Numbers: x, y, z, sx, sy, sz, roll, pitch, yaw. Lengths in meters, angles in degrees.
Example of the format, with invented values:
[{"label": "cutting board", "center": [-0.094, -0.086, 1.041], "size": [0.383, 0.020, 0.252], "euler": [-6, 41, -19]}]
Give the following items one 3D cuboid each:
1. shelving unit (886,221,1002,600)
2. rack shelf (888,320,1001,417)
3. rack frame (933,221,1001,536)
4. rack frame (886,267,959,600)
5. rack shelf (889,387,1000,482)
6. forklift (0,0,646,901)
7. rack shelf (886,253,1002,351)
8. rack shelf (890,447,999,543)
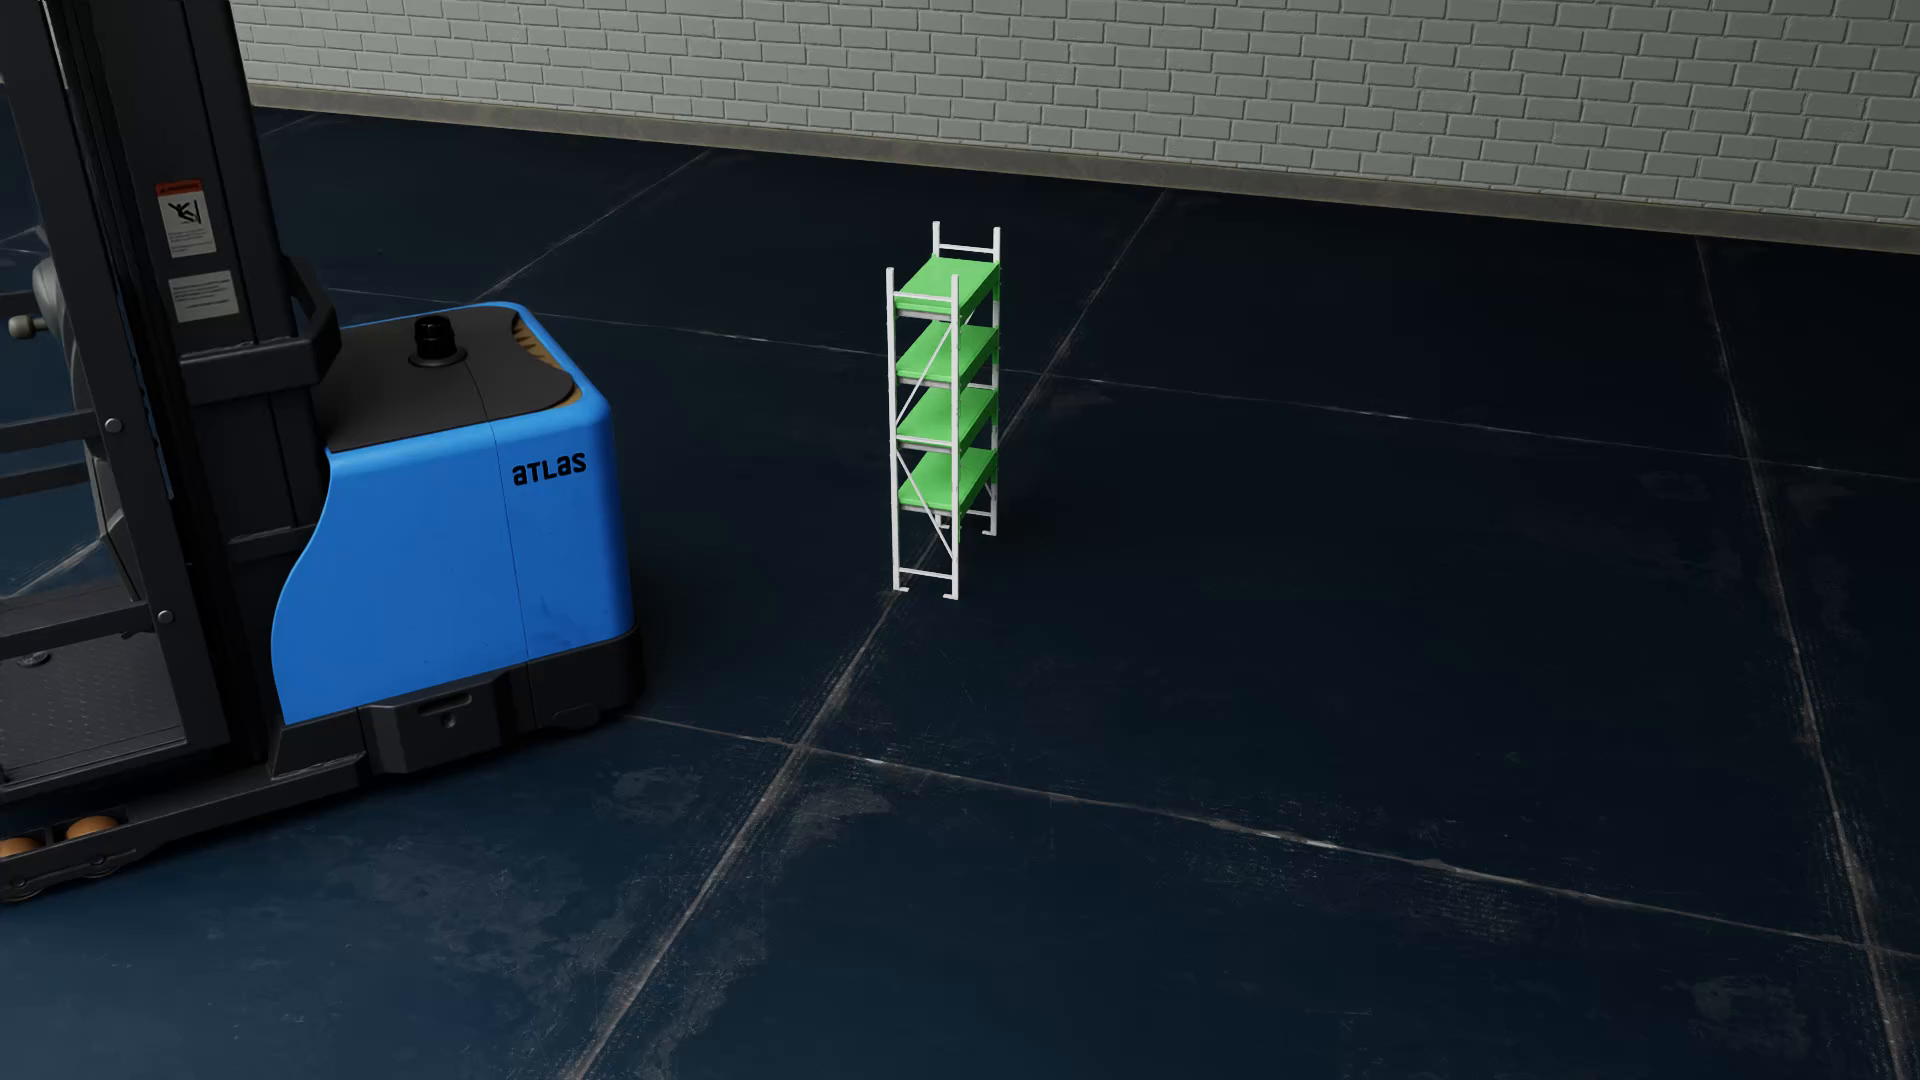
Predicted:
[{"label": "shelving unit", "center": [-0.049, -0.447, 5.820], "size": [0.258, 1.200, 0.503], "euler": [8, 30, 15]}, {"label": "rack shelf", "center": [-0.049, -0.601, 5.734], "size": [0.258, 0.148, 0.480], "euler": [8, 30, 15]}, {"label": "rack frame", "center": [0.023, -0.561, 6.024], "size": [0.240, 1.200, 0.015], "euler": [8, 30, 15]}, {"label": "rack frame", "center": [-0.120, -0.334, 5.616], "size": [0.240, 1.200, 0.015], "euler": [8, 30, 15]}, {"label": "rack shelf", "center": [-0.049, -0.392, 5.851], "size": [0.258, 0.148, 0.480], "euler": [8, 30, 15]}, {"label": "forklift", "center": [-2.536, -0.600, 4.314], "size": [3.031, 2.935, 1.130], "euler": [-15, 32, -25]}, {"label": "rack shelf", "center": [-0.049, -0.811, 5.618], "size": [0.258, 0.148, 0.480], "euler": [8, 30, 15]}, {"label": "rack shelf", "center": [-0.049, -0.182, 5.968], "size": [0.258, 0.148, 0.480], "euler": [8, 30, 15]}]
